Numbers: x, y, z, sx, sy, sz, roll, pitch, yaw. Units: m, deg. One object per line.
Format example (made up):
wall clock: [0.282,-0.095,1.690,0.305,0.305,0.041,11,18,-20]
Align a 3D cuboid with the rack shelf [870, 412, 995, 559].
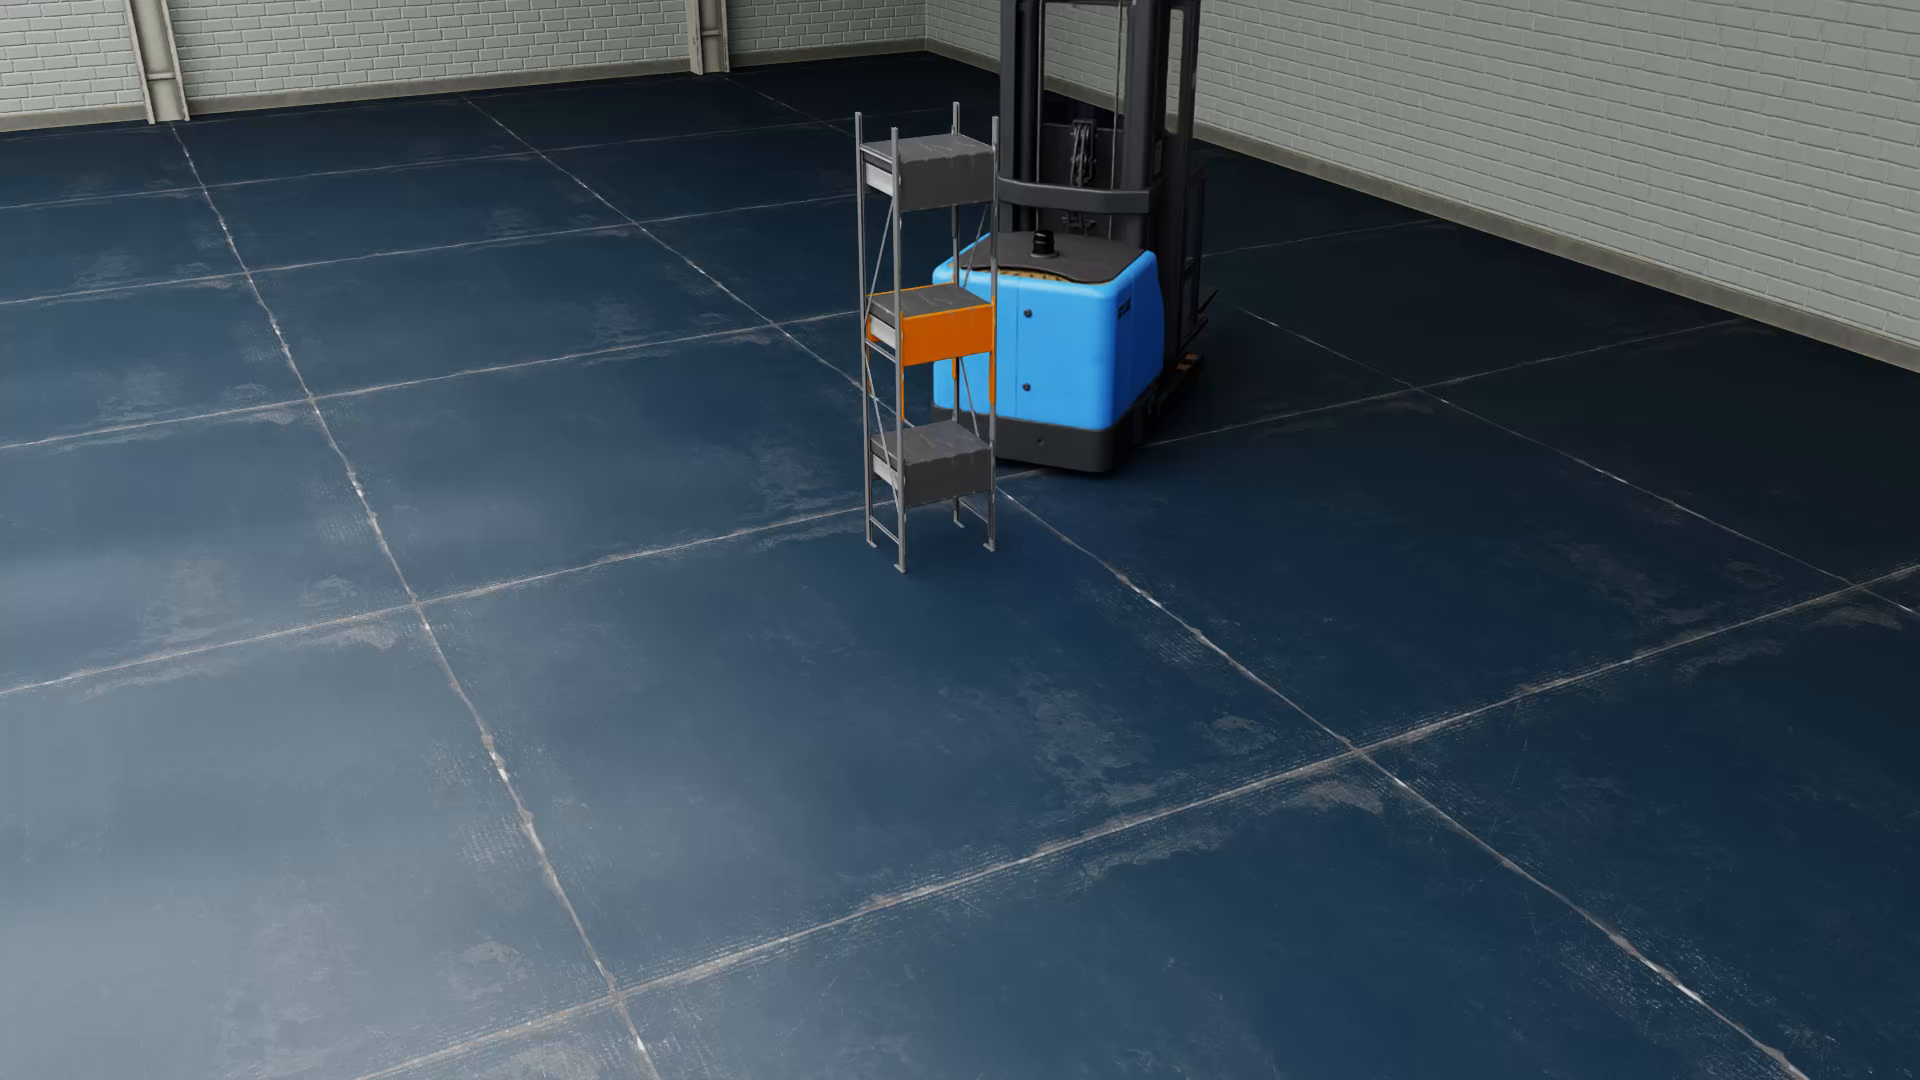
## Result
rack shelf: [-0.146,-0.270,8.034,0.480,0.518,0.431,-13,29,-25]

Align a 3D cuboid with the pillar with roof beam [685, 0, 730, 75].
pillar with roof beam: [-0.977,-8.045,14.610,0.400,9.000,9.100,-13,29,-25]

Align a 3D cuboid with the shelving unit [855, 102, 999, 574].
shelving unit: [-0.146,-0.913,7.725,0.503,2.100,0.431,-13,29,-25]

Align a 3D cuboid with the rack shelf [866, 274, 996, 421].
rack shelf: [-0.146,-0.901,7.731,0.480,0.518,0.431,-13,29,-25]

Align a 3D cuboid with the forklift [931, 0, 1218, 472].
forklift: [0.868,-2.292,9.638,1.130,2.935,3.031,10,27,20]

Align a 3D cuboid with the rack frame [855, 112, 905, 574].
rack frame: [-0.361,-0.863,7.622,0.015,2.100,0.400,-13,29,-25]

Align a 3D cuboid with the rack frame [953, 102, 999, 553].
rack frame: [0.069,-0.963,7.829,0.015,2.100,0.400,-13,29,-25]

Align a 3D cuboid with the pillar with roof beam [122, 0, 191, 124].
pillar with roof beam: [-6.272,-6.823,12.065,0.400,9.000,9.100,-13,29,-25]

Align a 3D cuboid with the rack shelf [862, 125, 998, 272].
rack shelf: [-0.146,-1.532,7.428,0.480,0.518,0.431,-13,29,-25]
